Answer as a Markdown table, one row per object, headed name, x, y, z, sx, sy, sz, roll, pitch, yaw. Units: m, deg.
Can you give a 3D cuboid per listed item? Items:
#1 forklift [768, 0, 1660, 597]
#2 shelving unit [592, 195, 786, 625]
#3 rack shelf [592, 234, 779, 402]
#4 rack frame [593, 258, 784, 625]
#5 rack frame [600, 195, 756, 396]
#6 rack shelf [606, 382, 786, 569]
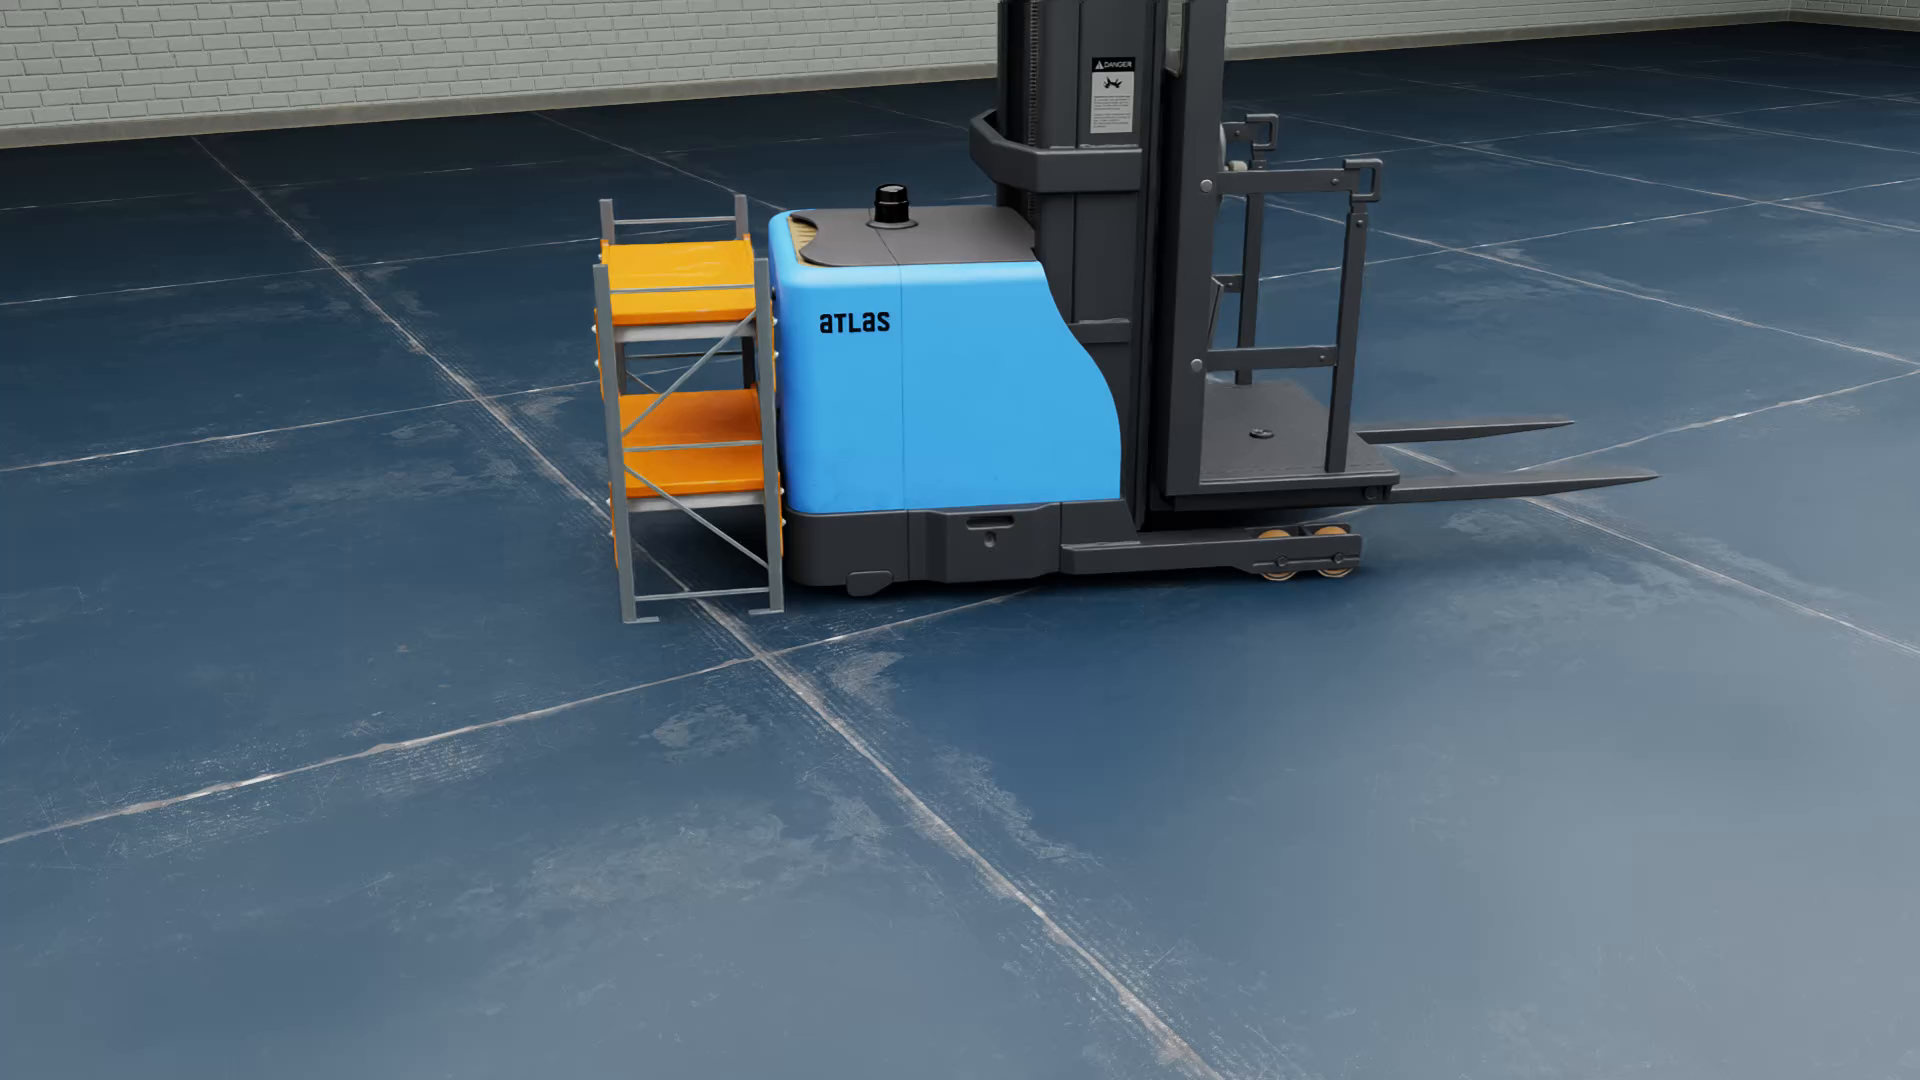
| name | x | y | z | sx | sy | sz | roll | pitch | yaw |
| --- | --- | --- | --- | --- | --- | --- | --- | --- | --- |
| forklift | 0.884 | -1.416 | 5.403 | 3.031 | 2.935 | 1.130 | -3 | 22 | -8 |
| shelving unit | -0.894 | -0.468 | 5.469 | 0.538 | 1.125 | 1.048 | -4 | 22 | -10 |
| rack shelf | -0.894 | -0.739 | 5.359 | 0.538 | 0.278 | 1.000 | -4 | 22 | -10 |
| rack frame | -0.803 | -0.280 | 5.006 | 0.500 | 1.125 | 0.032 | -4 | 22 | -10 |
| rack frame | -0.985 | -0.656 | 5.932 | 0.500 | 1.125 | 0.032 | -4 | 22 | -10 |
| rack shelf | -0.894 | -0.242 | 5.561 | 0.538 | 0.278 | 1.000 | -4 | 22 | -10 |
